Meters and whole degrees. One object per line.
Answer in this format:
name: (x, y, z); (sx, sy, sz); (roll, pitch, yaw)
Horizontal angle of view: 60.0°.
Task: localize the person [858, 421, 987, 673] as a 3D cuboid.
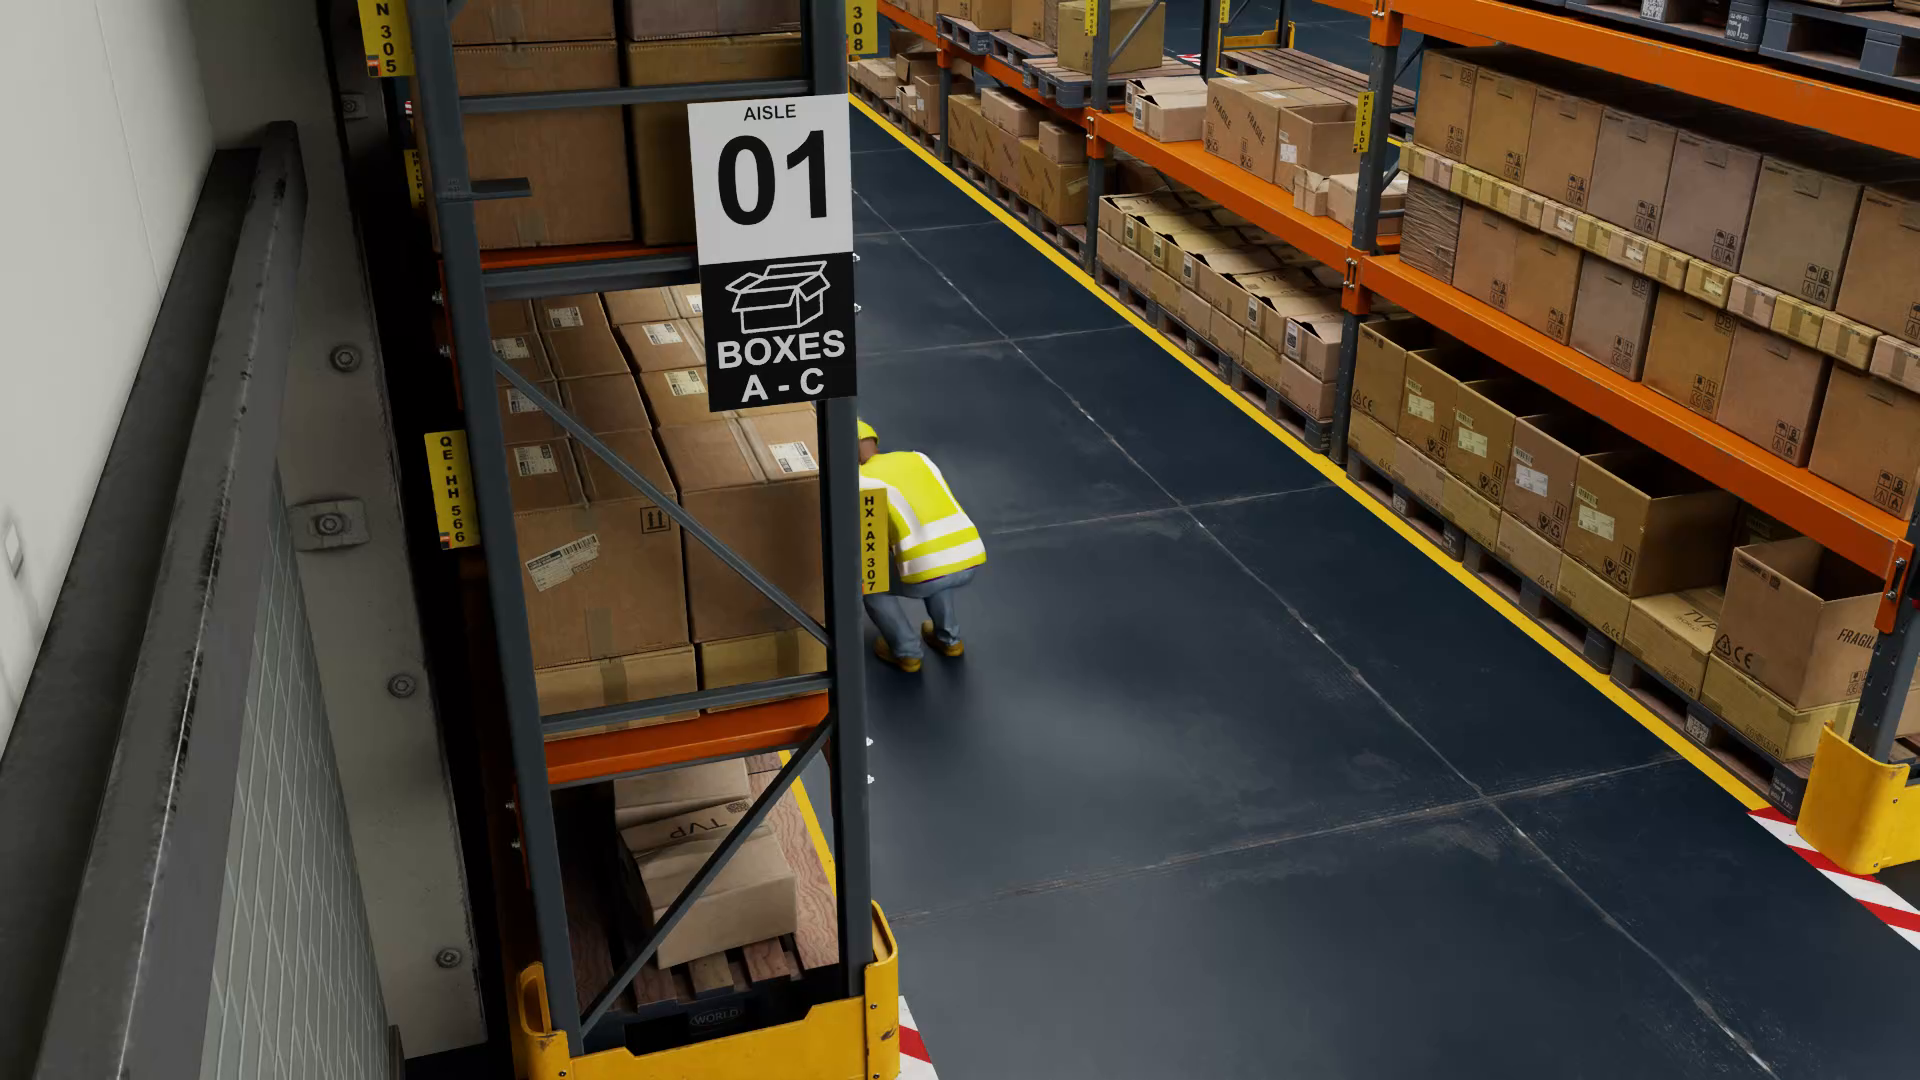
person: (-0.291, 0.035, 7.806); (0.594, 1.073, 0.863); (-17, 31, -31)
